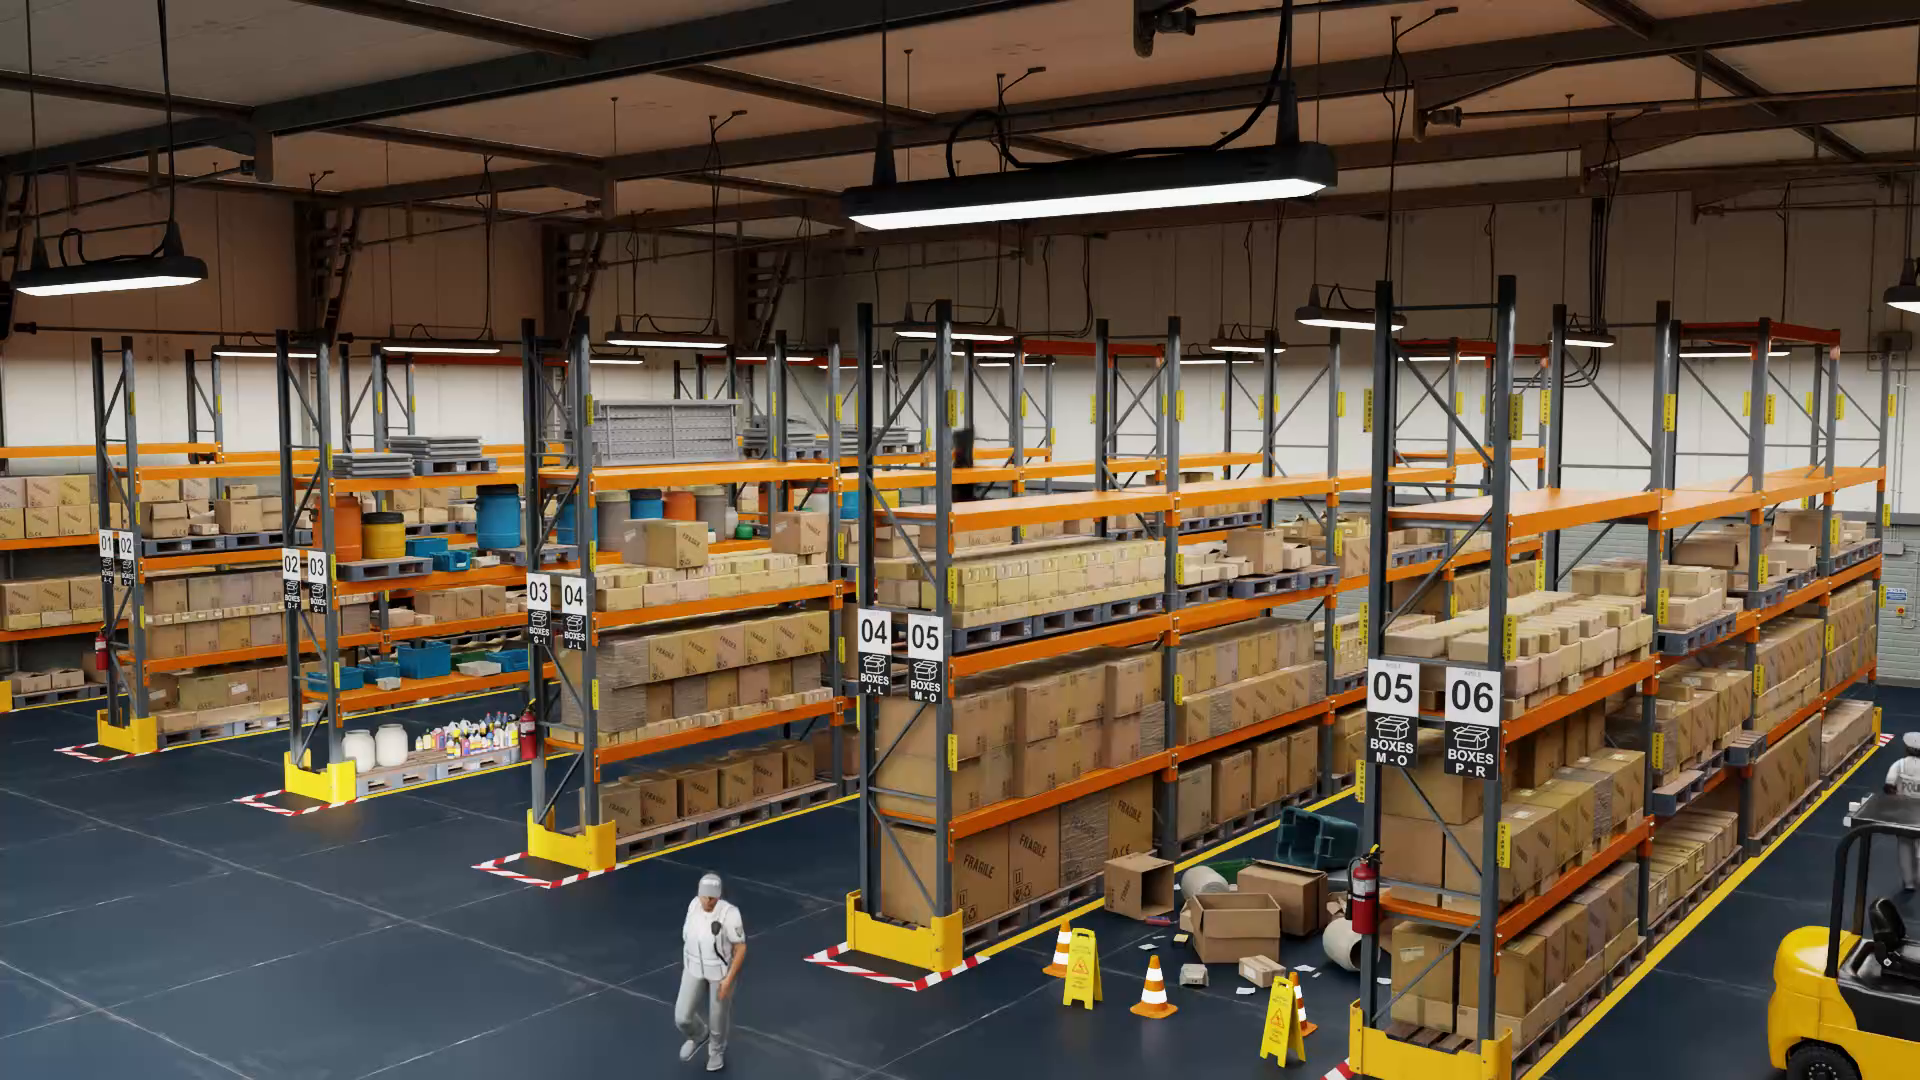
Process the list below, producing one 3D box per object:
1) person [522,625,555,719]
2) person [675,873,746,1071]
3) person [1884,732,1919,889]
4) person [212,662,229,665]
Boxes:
[{"bbox_3d":[-6.610,2.119,26.064,0.558,1.596,0.564,-5,7,-44],"label":"person"},{"bbox_3d":[-1.880,3.271,12.600,0.616,1.612,0.655,1,5,13],"label":"person"},{"bbox_3d":[9.998,2.837,17.415,0.588,1.665,0.540,2,6,26],"label":"person"},{"bbox_3d":[-12.649,1.826,28.517,0.670,1.735,0.669,1,5,6],"label":"person"}]
